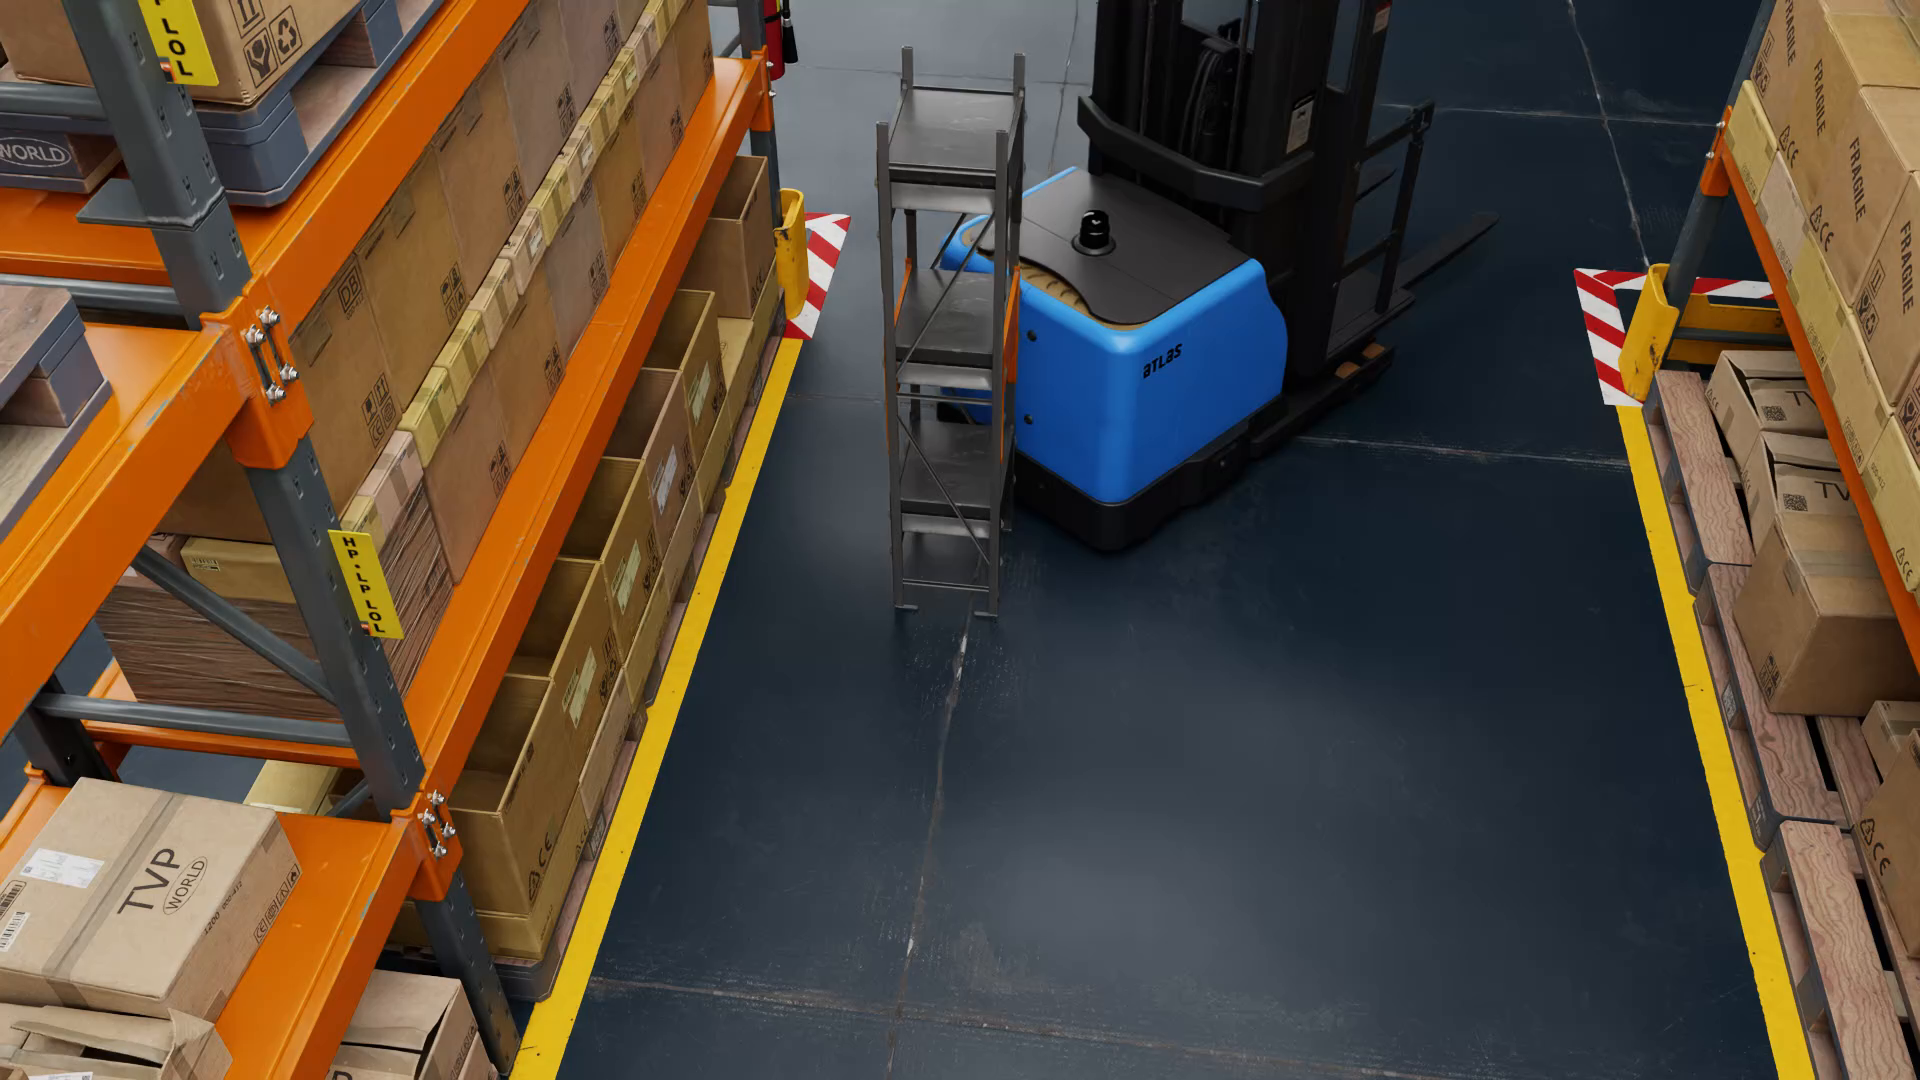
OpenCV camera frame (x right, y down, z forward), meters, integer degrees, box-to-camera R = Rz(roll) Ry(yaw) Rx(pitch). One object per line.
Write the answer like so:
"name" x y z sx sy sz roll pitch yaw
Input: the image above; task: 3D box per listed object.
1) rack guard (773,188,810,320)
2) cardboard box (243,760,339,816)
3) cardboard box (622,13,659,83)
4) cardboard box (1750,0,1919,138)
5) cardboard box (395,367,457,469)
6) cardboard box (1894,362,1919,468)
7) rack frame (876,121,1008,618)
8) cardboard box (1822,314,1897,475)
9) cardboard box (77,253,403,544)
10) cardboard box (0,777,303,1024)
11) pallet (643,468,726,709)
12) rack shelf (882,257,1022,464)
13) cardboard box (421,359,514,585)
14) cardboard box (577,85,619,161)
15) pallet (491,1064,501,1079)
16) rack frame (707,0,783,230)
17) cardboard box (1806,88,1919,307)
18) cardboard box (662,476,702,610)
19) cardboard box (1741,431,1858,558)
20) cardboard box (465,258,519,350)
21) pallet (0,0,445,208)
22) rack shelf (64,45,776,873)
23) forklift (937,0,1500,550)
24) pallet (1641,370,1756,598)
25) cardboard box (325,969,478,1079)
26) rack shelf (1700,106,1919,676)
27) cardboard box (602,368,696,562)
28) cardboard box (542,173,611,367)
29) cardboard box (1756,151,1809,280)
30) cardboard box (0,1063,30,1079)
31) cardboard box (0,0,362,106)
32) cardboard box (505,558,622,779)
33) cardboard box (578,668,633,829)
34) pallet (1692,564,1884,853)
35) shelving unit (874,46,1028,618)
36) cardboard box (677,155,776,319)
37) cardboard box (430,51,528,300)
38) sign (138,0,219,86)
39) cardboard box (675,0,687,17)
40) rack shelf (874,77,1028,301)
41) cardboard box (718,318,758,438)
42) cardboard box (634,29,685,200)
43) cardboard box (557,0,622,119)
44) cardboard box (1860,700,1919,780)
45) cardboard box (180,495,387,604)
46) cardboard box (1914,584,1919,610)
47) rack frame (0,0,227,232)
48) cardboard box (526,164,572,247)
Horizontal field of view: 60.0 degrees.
"rack guard" -1.321 -1.384 7.848 1.175 0.500 0.348 5 44 6
"cardboard box" -2.008 0.961 5.248 0.500 0.250 0.500 5 44 6
"cardboard box" -1.288 -1.746 5.867 0.380 0.149 0.250 6 44 6
"cardboard box" 3.226 -1.755 5.971 0.500 0.500 0.500 5 44 6
"cardboard box" -1.560 -0.334 4.377 0.380 0.149 0.250 4 44 4
"cardboard box" 2.951 -0.360 4.498 0.500 0.500 0.500 4 44 4
"rack frame" -0.054 -0.483 5.733 0.400 2.100 0.015 5 44 6
"cardboard box" 3.011 -0.431 5.118 0.500 0.250 0.500 6 44 6
"cardboard box" -1.800 -0.360 3.932 0.700 0.500 0.500 5 44 6
"cardboard box" -1.875 0.845 3.785 0.500 0.250 0.500 8 44 8
"pallet" -1.547 0.091 6.500 1.003 0.211 1.213 5 44 6
"rack shelf" -0.022 -0.640 5.918 0.431 0.518 0.480 5 44 6
"cardboard box" -1.737 -0.249 4.758 0.700 0.500 0.500 5 44 5
"cardboard box" -1.355 -1.387 5.489 0.380 0.149 0.250 6 44 7
"pallet" -1.912 1.969 4.517 1.003 0.211 1.213 5 44 6
"rack frame" -1.324 -2.275 6.971 1.000 3.000 0.127 5 44 6
"cardboard box" 3.076 -1.067 5.245 0.500 0.500 0.500 4 44 4
"cardboard box" -1.288 -0.014 6.277 0.500 0.250 0.500 5 44 6
"cardboard box" 3.331 -0.159 6.372 0.500 0.311 0.500 9 44 9
"cardboard box" -1.491 -0.683 4.745 0.380 0.149 0.250 4 44 4
"pallet" -1.766 -1.190 3.708 1.003 0.211 1.213 5 44 6
"rack shelf" -1.588 -0.651 5.779 1.077 0.370 4.000 5 44 6
"forklift" 1.311 -1.923 6.649 3.031 2.935 1.130 -34 53 -30
"pallet" 3.434 -0.213 6.821 1.003 0.211 1.213 5 44 6
"cardboard box" -1.622 1.395 4.382 0.500 0.311 0.500 5 44 6
"rack shelf" 3.322 -0.203 5.306 1.077 0.370 4.000 5 44 6
"cardboard box" -1.285 -0.286 6.019 0.500 0.500 0.500 5 44 6
"cardboard box" -1.600 -0.939 5.488 0.700 0.500 0.500 6 44 7
"cardboard box" 3.153 -1.122 5.847 0.500 0.250 0.500 4 44 4
"cardboard box" -2.040 1.295 3.128 0.500 0.500 0.500 8 44 9
"cardboard box" -1.525 -1.198 3.171 0.500 0.500 0.500 9 44 9
"cardboard box" -1.423 0.395 5.300 0.500 0.500 0.500 5 44 6
"cardboard box" -1.420 0.668 5.558 0.500 0.250 0.500 5 44 6
"pallet" 3.271 0.616 5.946 1.003 0.211 1.213 5 44 6
"shelving unit" -0.022 -0.650 5.909 0.431 2.100 0.503 5 44 6
"cardboard box" -1.100 -1.309 7.100 0.500 0.500 0.500 5 44 6
"cardboard box" -1.668 -1.045 4.656 0.700 0.500 0.500 5 44 5
"sign" -1.314 -0.898 2.730 0.100 0.325 0.005 5 44 6
"cardboard box" -1.219 -2.091 6.232 0.380 0.149 0.250 6 44 7
"rack shelf" -0.022 -1.148 5.437 0.431 0.518 0.480 5 44 6
"cardboard box" -1.156 -0.695 6.997 0.500 0.250 0.500 5 44 6
"cardboard box" -1.463 -1.636 6.224 0.700 0.500 0.500 6 44 7
"cardboard box" -1.535 -1.727 5.376 0.700 0.500 0.500 5 44 6
"cardboard box" 3.289 0.686 5.598 0.380 0.149 0.250 2 43 2
"cardboard box" -1.625 0.013 4.010 0.380 0.149 0.250 5 44 5
"cardboard box" 2.894 0.256 4.392 0.500 0.250 0.500 5 44 6
"rack frame" -1.853 -1.728 2.030 1.000 3.000 0.127 5 44 6
"cardboard box" -1.424 -1.043 5.125 0.380 0.149 0.250 5 44 5
